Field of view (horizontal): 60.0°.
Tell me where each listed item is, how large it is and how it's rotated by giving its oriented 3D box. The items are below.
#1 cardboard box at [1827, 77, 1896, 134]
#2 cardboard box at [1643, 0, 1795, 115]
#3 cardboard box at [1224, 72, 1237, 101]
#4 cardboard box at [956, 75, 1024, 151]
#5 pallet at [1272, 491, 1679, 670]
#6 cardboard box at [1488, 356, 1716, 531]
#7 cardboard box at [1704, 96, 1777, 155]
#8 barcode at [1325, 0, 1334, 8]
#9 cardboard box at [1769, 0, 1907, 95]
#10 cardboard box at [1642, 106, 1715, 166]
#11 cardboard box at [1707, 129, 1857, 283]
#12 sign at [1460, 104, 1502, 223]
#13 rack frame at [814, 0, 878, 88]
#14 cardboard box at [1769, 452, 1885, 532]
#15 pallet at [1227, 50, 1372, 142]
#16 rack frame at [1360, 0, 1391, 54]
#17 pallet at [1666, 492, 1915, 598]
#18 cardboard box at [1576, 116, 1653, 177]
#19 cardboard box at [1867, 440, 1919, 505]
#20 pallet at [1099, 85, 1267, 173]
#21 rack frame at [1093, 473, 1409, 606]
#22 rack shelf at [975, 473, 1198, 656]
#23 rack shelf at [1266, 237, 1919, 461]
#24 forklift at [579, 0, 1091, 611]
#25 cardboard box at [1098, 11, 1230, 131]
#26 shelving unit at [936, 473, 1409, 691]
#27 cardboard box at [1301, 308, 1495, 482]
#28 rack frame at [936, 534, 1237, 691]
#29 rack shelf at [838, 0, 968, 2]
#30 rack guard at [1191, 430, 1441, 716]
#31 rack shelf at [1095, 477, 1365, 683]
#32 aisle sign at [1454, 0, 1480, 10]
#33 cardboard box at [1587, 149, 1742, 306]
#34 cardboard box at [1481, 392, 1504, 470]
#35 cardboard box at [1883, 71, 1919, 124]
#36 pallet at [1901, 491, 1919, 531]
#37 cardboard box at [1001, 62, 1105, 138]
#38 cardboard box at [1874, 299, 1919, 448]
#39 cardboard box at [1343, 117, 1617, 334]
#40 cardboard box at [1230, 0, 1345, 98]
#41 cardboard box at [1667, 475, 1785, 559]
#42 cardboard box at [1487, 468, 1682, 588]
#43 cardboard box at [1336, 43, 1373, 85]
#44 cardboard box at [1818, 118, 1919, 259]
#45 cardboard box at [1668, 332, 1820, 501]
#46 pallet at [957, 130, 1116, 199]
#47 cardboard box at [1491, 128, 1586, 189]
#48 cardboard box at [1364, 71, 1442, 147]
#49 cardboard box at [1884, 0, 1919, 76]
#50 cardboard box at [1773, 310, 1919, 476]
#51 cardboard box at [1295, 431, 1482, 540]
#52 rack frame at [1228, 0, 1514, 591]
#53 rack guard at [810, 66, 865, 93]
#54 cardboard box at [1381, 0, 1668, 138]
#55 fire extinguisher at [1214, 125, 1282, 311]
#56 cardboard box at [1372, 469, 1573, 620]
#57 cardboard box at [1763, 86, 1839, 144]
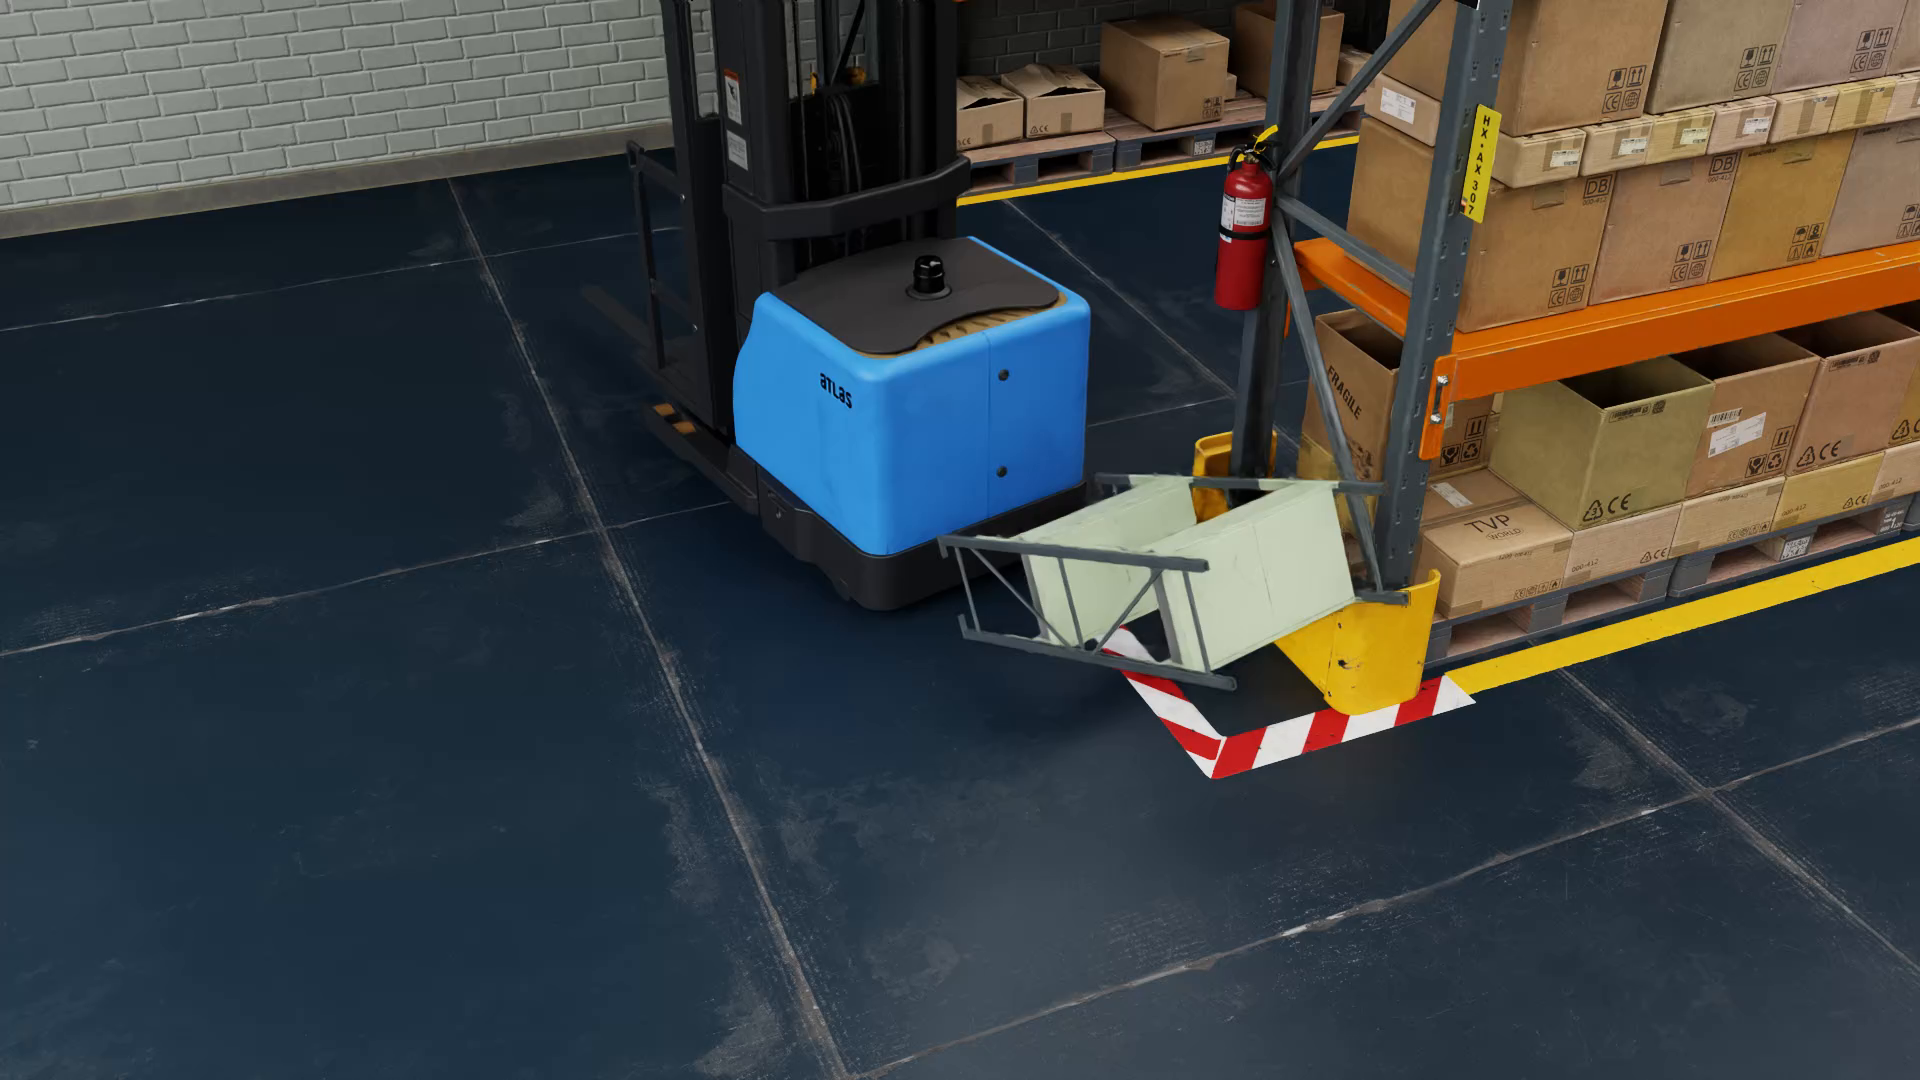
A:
[{"bbox_3d":[2.924,-1.530,5.664,0.250,0.149,0.380,-13,35,-20],"label":"cardboard box"},{"bbox_3d":[2.259,-1.771,5.440,0.500,0.500,0.700,-14,36,-20],"label":"cardboard box"},{"bbox_3d":[1.576,-2.965,10.767,0.250,0.149,0.380,-16,36,-23],"label":"cardboard box"},{"bbox_3d":[0.044,-2.617,10.083,0.500,0.311,0.500,-17,37,-24],"label":"cardboard box"},{"bbox_3d":[1.981,0.018,6.529,1.213,0.211,1.003,-13,35,-19],"label":"pallet"},{"bbox_3d":[2.333,-0.414,6.085,0.500,0.500,0.500,-13,35,-19],"label":"cardboard box"},{"bbox_3d":[2.443,-1.418,5.492,0.250,0.149,0.380,-13,35,-20],"label":"cardboard box"},{"bbox_3d":[2.468,-3.581,11.098,0.075,0.075,0.001,-13,35,-19],"label":"barcode"},{"bbox_3d":[2.723,-1.878,5.605,0.500,0.500,0.700,-13,35,-19],"label":"cardboard box"},{"bbox_3d":[2.210,-1.366,5.412,0.250,0.149,0.380,-13,35,-19],"label":"cardboard box"},{"bbox_3d":[2.670,-1.318,5.933,0.500,0.500,0.700,-13,35,-19],"label":"cardboard box"},{"bbox_3d":[1.501,-1.084,4.799,0.005,0.325,0.100,-13,35,-19],"label":"sign"},{"bbox_3d":[-0.629,-3.459,9.315,0.127,3.000,1.000,-13,35,-19],"label":"rack frame"},{"bbox_3d":[3.256,-0.309,6.611,0.500,0.250,0.500,-13,35,-19],"label":"cardboard box"},{"bbox_3d":[2.453,-2.975,11.128,1.213,0.211,1.003,-13,35,-19],"label":"pallet"},{"bbox_3d":[3.059,-4.303,10.613,0.127,3.000,1.000,-13,35,-19],"label":"rack frame"},{"bbox_3d":[3.104,-0.238,6.922,1.213,0.211,1.003,-13,35,-19],"label":"pallet"},{"bbox_3d":[1.979,-1.314,5.332,0.250,0.149,0.380,-14,36,-20],"label":"cardboard box"},{"bbox_3d":[3.717,-0.415,6.774,0.500,0.250,0.500,-13,35,-19],"label":"cardboard box"},{"bbox_3d":[1.327,-2.715,10.729,1.213,0.211,1.003,-13,35,-19],"label":"pallet"},{"bbox_3d":[0.961,-0.026,5.808,0.023,0.400,1.500,-22,14,-29],"label":"rack frame"},{"bbox_3d":[0.492,0.074,5.911,0.720,0.431,0.370,-22,14,-29],"label":"rack shelf"},{"bbox_3d":[3.136,-1.089,6.333,4.000,0.370,1.077,-13,35,-19],"label":"rack shelf"},{"bbox_3d":[-0.753,-1.720,6.706,1.130,2.935,3.031,-21,38,-29],"label":"forklift"},{"bbox_3d":[1.265,-2.946,10.416,0.500,0.500,0.700,-15,36,-22],"label":"cardboard box"},{"bbox_3d":[0.662,0.092,5.633,0.755,0.431,1.500,-22,14,-29],"label":"shelving unit"},{"bbox_3d":[1.671,-0.569,6.323,0.500,0.500,0.500,-13,35,-19],"label":"cardboard box"},{"bbox_3d":[0.363,0.209,5.458,0.023,0.400,1.500,-22,14,-29],"label":"rack frame"},{"bbox_3d":[1.215,-3.579,10.160,4.000,0.370,1.077,-13,35,-19],"label":"rack shelf"},{"bbox_3d":[1.270,0.084,6.162,0.348,0.500,1.175,-13,35,-19],"label":"rack guard"},{"bbox_3d":[0.865,0.112,5.300,0.720,0.431,0.370,-22,14,-29],"label":"rack shelf"},{"bbox_3d":[1.350,-1.890,4.521,0.004,0.787,0.394,-13,35,-19],"label":"aisle sign"},{"bbox_3d":[2.210,-1.216,5.776,0.500,0.500,0.700,-12,35,-18],"label":"cardboard box"},{"bbox_3d":[2.128,-0.365,6.697,0.500,0.250,0.500,-13,35,-19],"label":"cardboard box"},{"bbox_3d":[3.155,-1.581,5.743,0.250,0.149,0.380,-13,35,-18],"label":"cardboard box"},{"bbox_3d":[4.231,-0.497,7.321,1.213,0.211,1.003,-13,35,-19],"label":"pallet"},{"bbox_3d":[0.569,-2.737,10.268,0.500,0.311,0.500,-10,34,-15],"label":"cardboard box"},{"bbox_3d":[3.712,-0.736,6.579,0.500,0.500,0.500,-13,35,-19],"label":"cardboard box"},{"bbox_3d":[1.727,-1.102,5.602,0.500,0.500,0.700,-13,35,-19],"label":"cardboard box"},{"bbox_3d":[2.117,-3.201,10.807,0.500,0.500,0.500,-16,36,-22],"label":"cardboard box"},{"bbox_3d":[2.793,-0.206,6.452,0.500,0.250,0.500,-13,35,-19],"label":"cardboard box"},{"bbox_3d":[2.332,-0.101,6.290,0.500,0.250,0.500,-13,35,-19],"label":"cardboard box"},{"bbox_3d":[2.577,-3.172,11.069,0.250,0.166,0.380,-18,37,-25],"label":"cardboard box"},{"bbox_3d":[3.154,-1.431,6.107,0.500,0.500,0.700,-12,35,-18],"label":"cardboard box"},{"bbox_3d":[2.789,-0.526,6.257,0.500,0.500,0.500,-13,35,-19],"label":"cardboard box"},{"bbox_3d":[0.204,-2.460,10.337,1.213,0.211,1.003,-13,35,-19],"label":"pallet"},{"bbox_3d":[1.737,-1.257,5.245,0.250,0.149,0.380,-13,35,-19],"label":"cardboard box"},{"bbox_3d":[1.570,-1.459,5.555,0.250,0.149,0.380,-13,35,-20],"label":"cardboard box"},{"bbox_3d":[3.185,-1.984,5.767,0.500,0.500,0.700,-13,35,-19],"label":"cardboard box"},{"bbox_3d":[3.257,-0.623,6.406,0.500,0.500,0.500,-13,35,-19],"label":"cardboard box"},{"bbox_3d":[1.672,-0.254,6.526,0.500,0.250,0.500,-13,35,-19],"label":"cardboard box"},{"bbox_3d":[1.292,-0.968,5.488,0.127,3.000,1.000,-13,35,-19],"label":"rack frame"},{"bbox_3d":[-0.559,-2.427,10.021,0.348,0.500,1.175,-13,35,-19],"label":"rack guard"},{"bbox_3d":[1.776,-1.657,5.266,0.500,0.500,0.700,-13,35,-19],"label":"cardboard box"},{"bbox_3d":[1.003,-1.145,5.830,0.183,0.674,0.296,-13,35,-19],"label":"fire extinguisher"},{"bbox_3d":[1.872,0.007,6.125,0.500,0.250,0.500,-13,35,-19],"label":"cardboard box"},{"bbox_3d":[2.688,-1.476,5.581,0.250,0.149,0.380,-14,36,-21],"label":"cardboard box"}]
